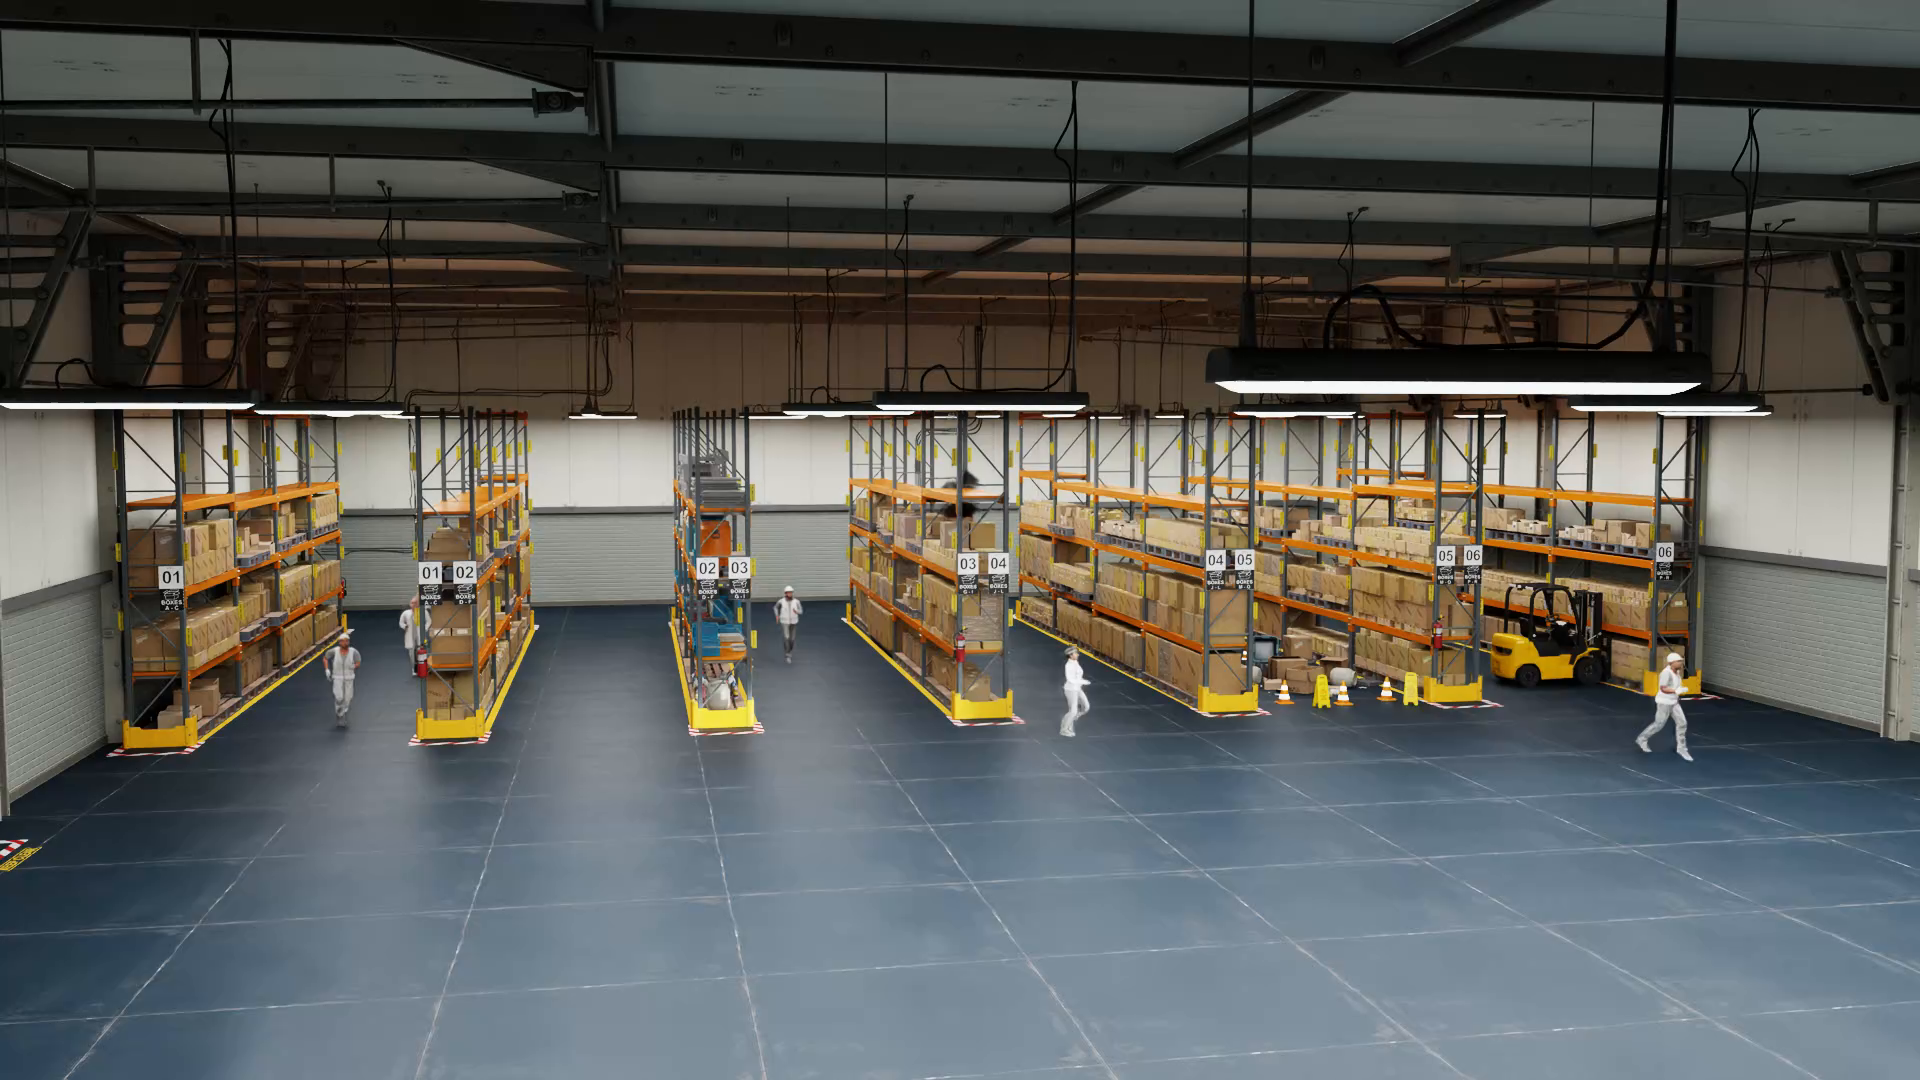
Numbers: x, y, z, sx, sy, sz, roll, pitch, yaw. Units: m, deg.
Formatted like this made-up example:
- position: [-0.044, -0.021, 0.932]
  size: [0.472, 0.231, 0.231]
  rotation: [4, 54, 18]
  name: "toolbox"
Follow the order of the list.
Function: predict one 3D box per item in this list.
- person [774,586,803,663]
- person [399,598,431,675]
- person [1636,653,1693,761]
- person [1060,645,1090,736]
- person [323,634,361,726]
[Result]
- position: [-4.076, 1.991, 39.653]
  size: [0.645, 1.785, 0.904]
  rotation: [-1, 4, -19]
  name: "person"
- position: [-12.245, 2.186, 37.376]
  size: [0.698, 1.735, 0.633]
  rotation: [-1, 4, -15]
  name: "person"
- position: [12.046, 2.819, 28.382]
  size: [0.969, 1.818, 0.712]
  rotation: [4, 6, 43]
  name: "person"
- position: [2.103, 2.736, 30.239]
  size: [0.584, 1.660, 0.595]
  rotation: [2, 4, 23]
  name: "person"
- position: [-11.546, 2.620, 31.142]
  size: [0.647, 1.751, 0.735]
  rotation: [-2, 5, -28]
  name: "person"
